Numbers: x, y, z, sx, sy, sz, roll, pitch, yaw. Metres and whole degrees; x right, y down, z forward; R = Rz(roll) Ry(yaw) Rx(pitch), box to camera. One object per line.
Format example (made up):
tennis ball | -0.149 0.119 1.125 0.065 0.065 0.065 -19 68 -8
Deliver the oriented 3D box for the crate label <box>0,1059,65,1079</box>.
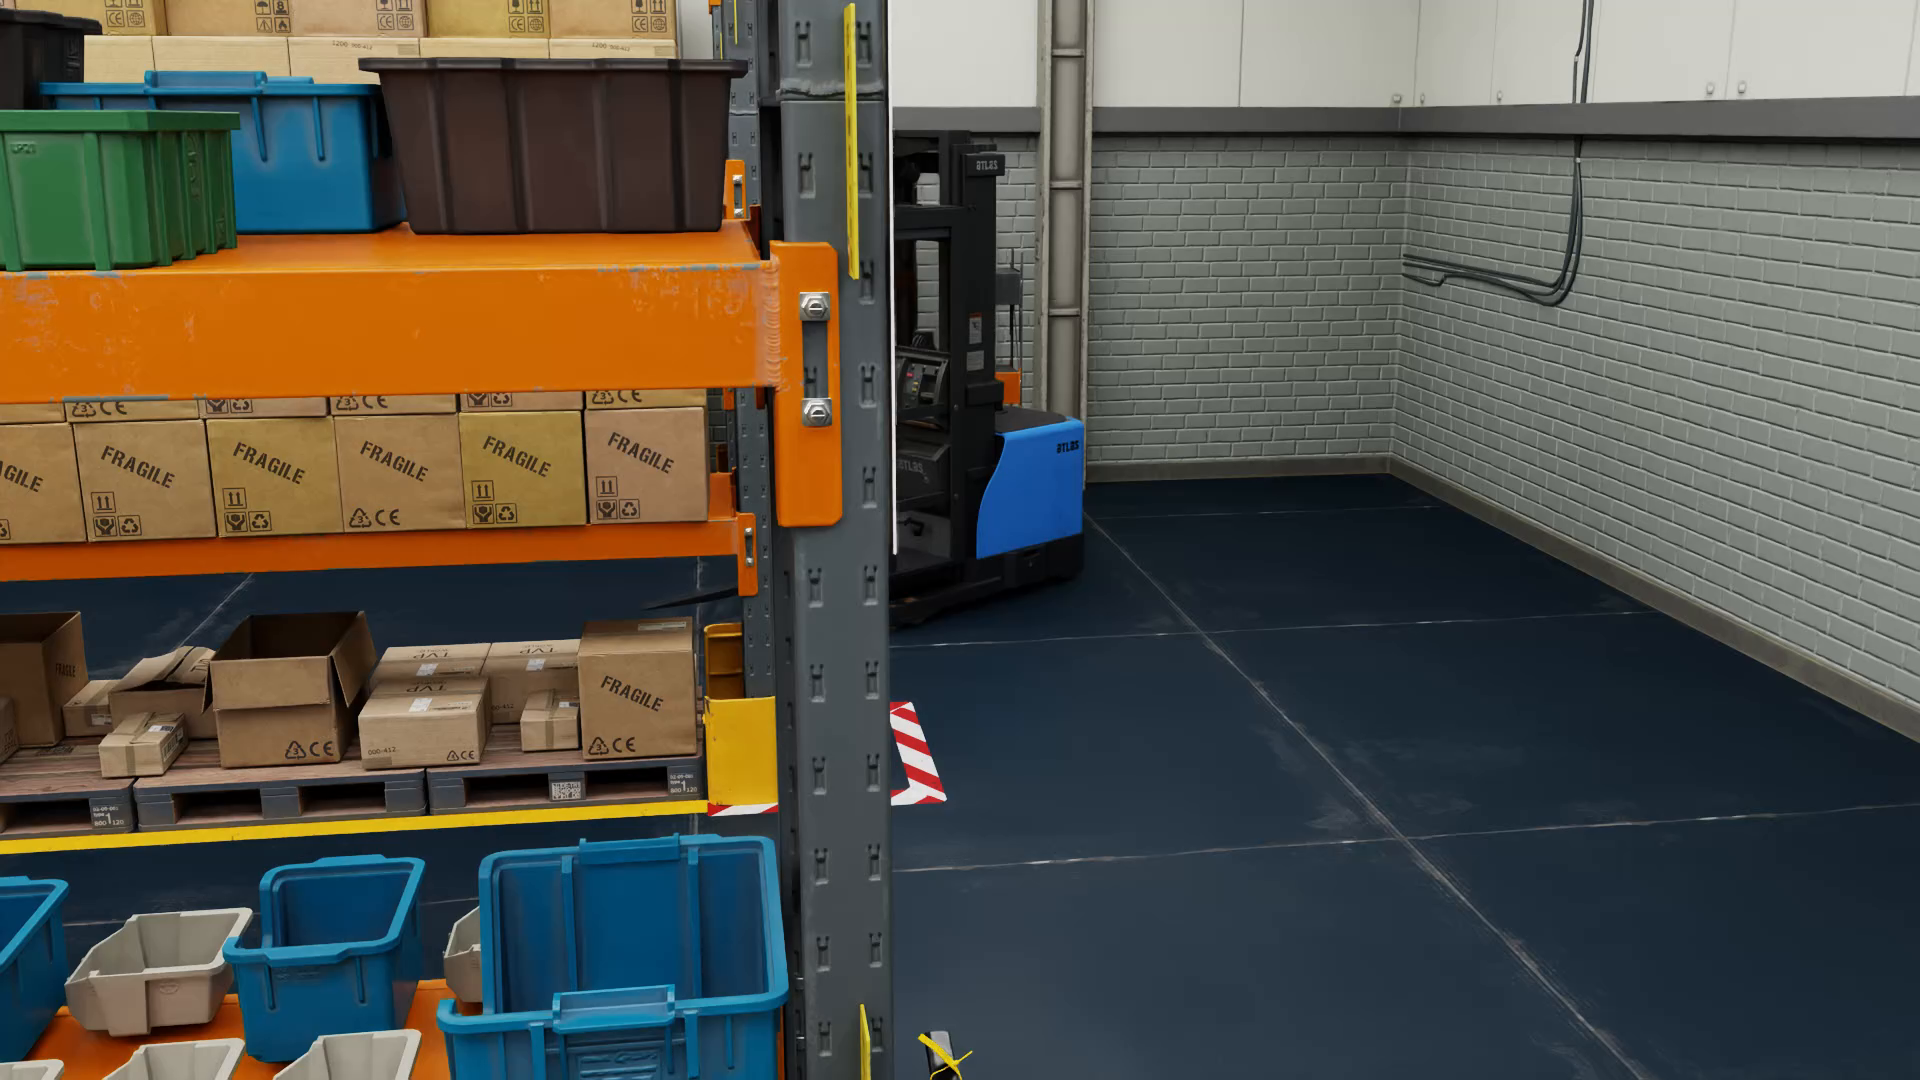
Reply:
crate label | -1.572 0.979 2.572 0.243 0.136 0.396 -2 14 -8

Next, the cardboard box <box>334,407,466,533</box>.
cardboard box | -2.375 -0.338 7.198 0.500 0.500 0.500 -2 14 -8

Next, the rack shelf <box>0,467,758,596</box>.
rack shelf | -2.944 0.014 7.480 4.000 0.370 1.077 -2 14 -8

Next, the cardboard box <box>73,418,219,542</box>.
cardboard box | -3.376 -0.301 7.051 0.500 0.500 0.500 -2 14 -9

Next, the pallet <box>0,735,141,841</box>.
pallet | -4.242 1.065 7.541 1.213 0.211 1.003 -2 14 -8

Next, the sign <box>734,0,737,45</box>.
sign | -0.903 -2.158 6.674 0.005 0.325 0.100 -2 14 -8

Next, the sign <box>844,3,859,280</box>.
sign | -0.134 -0.489 2.053 0.005 0.325 0.100 -2 14 -8

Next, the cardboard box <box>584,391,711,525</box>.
cardboard box | -1.369 -0.375 7.344 0.500 0.500 0.500 -2 14 -7

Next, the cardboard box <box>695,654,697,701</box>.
cardboard box | -1.432 0.694 8.244 0.250 0.149 0.380 -2 14 -8

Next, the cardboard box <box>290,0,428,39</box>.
cardboard box | -2.457 -2.332 6.927 0.500 0.500 0.700 -2 14 -8

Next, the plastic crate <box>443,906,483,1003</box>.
plastic crate | -0.855 0.804 3.268 0.298 0.136 0.250 -2 14 -8

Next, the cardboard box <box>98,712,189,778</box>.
cardboard box | -3.620 0.901 7.382 0.250 0.166 0.380 -2 14 -8

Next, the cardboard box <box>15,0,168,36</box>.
cardboard box | -3.437 -2.282 6.726 0.500 0.500 0.700 -2 14 -8

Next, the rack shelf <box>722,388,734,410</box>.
rack shelf | -3.686 -1.178 12.231 4.000 0.370 1.077 -2 14 -8

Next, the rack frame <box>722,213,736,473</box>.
rack frame | -1.708 -1.599 12.432 0.127 3.000 1.000 -2 14 -8

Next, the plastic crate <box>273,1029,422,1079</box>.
plastic crate | -1.011 0.956 2.663 0.243 0.136 0.396 -2 14 -8

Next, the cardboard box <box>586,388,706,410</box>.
cardboard box | -1.365 -0.859 7.220 0.500 0.500 0.500 -2 14 -9

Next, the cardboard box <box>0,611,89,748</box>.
cardboard box | -4.401 0.647 7.709 0.500 0.500 0.500 -2 14 -8

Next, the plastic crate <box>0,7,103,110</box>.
plastic crate | -1.784 -0.652 2.616 0.767 0.338 0.504 -2 14 -8

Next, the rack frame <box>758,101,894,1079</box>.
rack frame | -0.232 0.784 2.930 0.127 3.000 1.000 -2 14 -8

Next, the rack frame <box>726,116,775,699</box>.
rack frame | -0.966 -0.408 7.682 0.127 3.000 1.000 -2 14 -8

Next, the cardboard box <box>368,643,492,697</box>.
cardboard box | -2.535 0.700 8.012 0.500 0.250 0.500 -2 14 -8

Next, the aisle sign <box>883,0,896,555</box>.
aisle sign | -0.117 -0.409 2.343 0.004 0.787 0.394 -2 14 -8

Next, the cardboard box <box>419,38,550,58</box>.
cardboard box | -1.931 -1.934 6.883 0.500 0.250 0.500 -2 14 -8

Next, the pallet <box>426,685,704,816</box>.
pallet | -1.830 0.977 7.894 1.213 0.211 1.003 -2 14 -8

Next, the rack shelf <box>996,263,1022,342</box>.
rack shelf | 0.164 -1.690 11.823 0.480 0.518 0.431 -2 14 -8

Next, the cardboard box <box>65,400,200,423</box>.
cardboard box | -3.395 -0.783 6.917 0.500 0.500 0.500 -3 14 -10

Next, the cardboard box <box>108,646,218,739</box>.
cardboard box | -3.659 0.712 7.840 0.500 0.311 0.500 -2 14 -8

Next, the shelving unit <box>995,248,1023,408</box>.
shelving unit | 0.164 -1.024 11.990 0.503 2.100 0.431 -2 14 -8

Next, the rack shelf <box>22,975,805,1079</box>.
rack shelf | -2.210 1.205 2.729 4.000 0.370 1.077 -2 14 -8

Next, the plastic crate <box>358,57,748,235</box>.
plastic crate | -0.654 -0.661 2.793 0.590 0.269 0.497 -2 14 -8

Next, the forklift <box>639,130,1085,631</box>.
forklift | -0.568 -1.013 10.234 3.031 2.935 1.130 -13 19 -43

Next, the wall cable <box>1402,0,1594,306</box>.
wall cable | 3.938 -3.122 12.555 0.112 2.526 3.097 -2 14 -8

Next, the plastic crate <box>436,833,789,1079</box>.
plastic crate | -0.535 0.795 2.691 0.499 0.435 0.616 -2 14 -8

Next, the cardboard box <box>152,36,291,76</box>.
cardboard box | -2.919 -1.897 6.736 0.500 0.250 0.500 -2 14 -8

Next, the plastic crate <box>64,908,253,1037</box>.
plastic crate | -1.526 0.829 3.170 0.298 0.136 0.250 -2 14 -8

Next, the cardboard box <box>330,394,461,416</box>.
cardboard box | -2.377 -0.821 7.067 0.500 0.500 0.500 -2 14 -7

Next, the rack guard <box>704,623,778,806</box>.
rack guard | -1.041 0.807 7.975 0.348 0.500 1.175 -2 14 -8

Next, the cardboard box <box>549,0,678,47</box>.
cardboard box | -1.472 -2.374 7.093 0.500 0.500 0.700 -2 14 -8

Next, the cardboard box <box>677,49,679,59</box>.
cardboard box | -1.513 -2.076 7.450 0.500 0.250 0.500 -2 14 -8

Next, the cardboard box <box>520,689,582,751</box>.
cardboard box | -1.881 0.825 7.686 0.250 0.166 0.380 -2 14 -8
